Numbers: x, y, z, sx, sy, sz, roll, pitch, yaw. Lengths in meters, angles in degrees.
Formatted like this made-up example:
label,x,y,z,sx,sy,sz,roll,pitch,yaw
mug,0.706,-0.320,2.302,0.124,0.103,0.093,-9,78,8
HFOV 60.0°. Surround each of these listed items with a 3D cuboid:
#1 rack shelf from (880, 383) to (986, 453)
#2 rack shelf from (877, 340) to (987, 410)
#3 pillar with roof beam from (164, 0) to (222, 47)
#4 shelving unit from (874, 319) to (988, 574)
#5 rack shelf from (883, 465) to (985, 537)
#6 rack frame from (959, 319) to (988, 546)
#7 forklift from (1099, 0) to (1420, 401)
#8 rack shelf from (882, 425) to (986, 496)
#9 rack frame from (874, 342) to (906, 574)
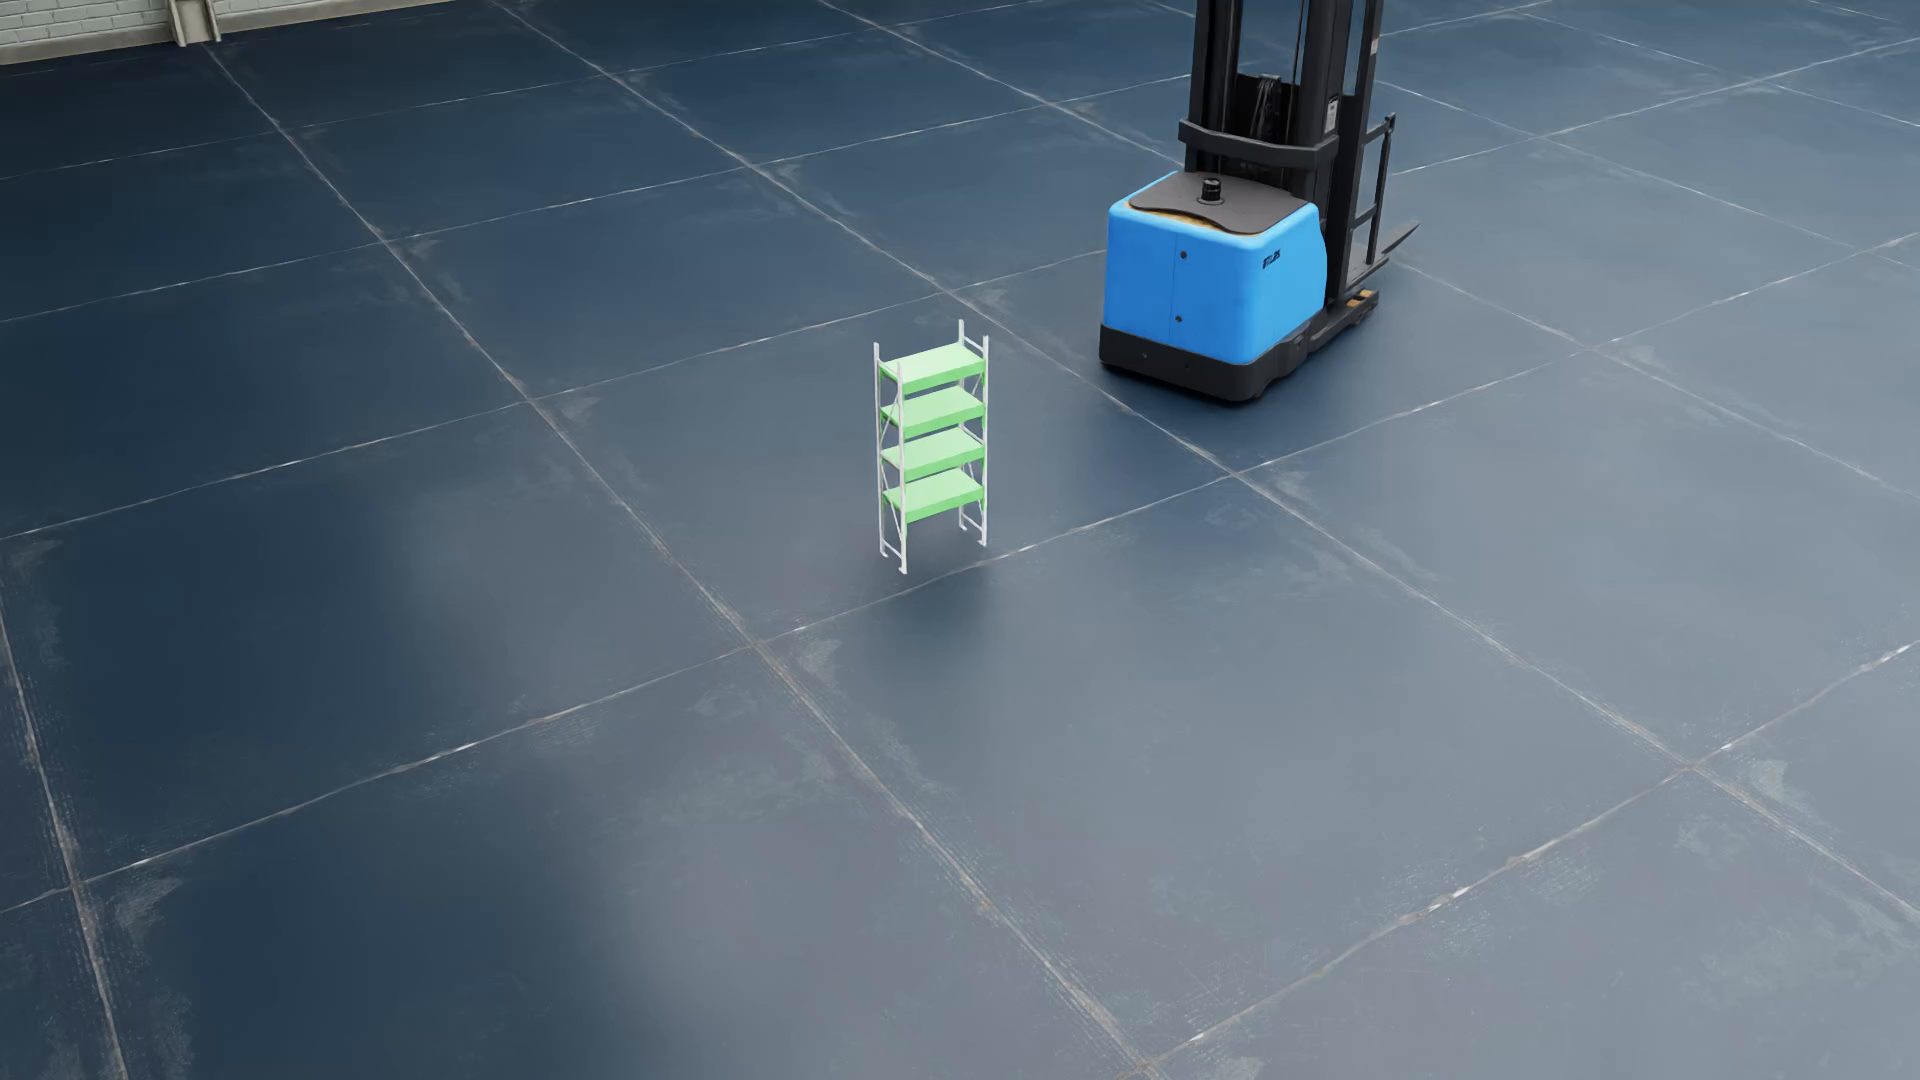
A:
label,x,y,z,sx,sy,sz,roll,pitch,yaw
rack shelf,-0.139,-0.609,8.260,0.480,0.148,0.258,-19,37,-27
rack shelf,-0.139,-0.812,8.132,0.480,0.148,0.258,-19,37,-27
pillar with roof beam,-5.327,-6.896,11.247,0.400,9.000,9.100,-19,37,-27
shelving unit,-0.139,-0.460,8.354,0.503,1.200,0.258,-19,37,-27
rack shelf,-0.139,-0.203,8.516,0.480,0.148,0.258,-19,37,-27
rack frame,0.066,-0.530,8.466,0.015,1.200,0.240,-19,37,-27
forklift,2.148,-2.801,10.443,1.130,2.935,3.031,21,38,30
rack shelf,-0.139,-0.406,8.388,0.480,0.148,0.258,-19,37,-27
rack frame,-0.344,-0.389,8.242,0.015,1.200,0.240,-19,37,-27
